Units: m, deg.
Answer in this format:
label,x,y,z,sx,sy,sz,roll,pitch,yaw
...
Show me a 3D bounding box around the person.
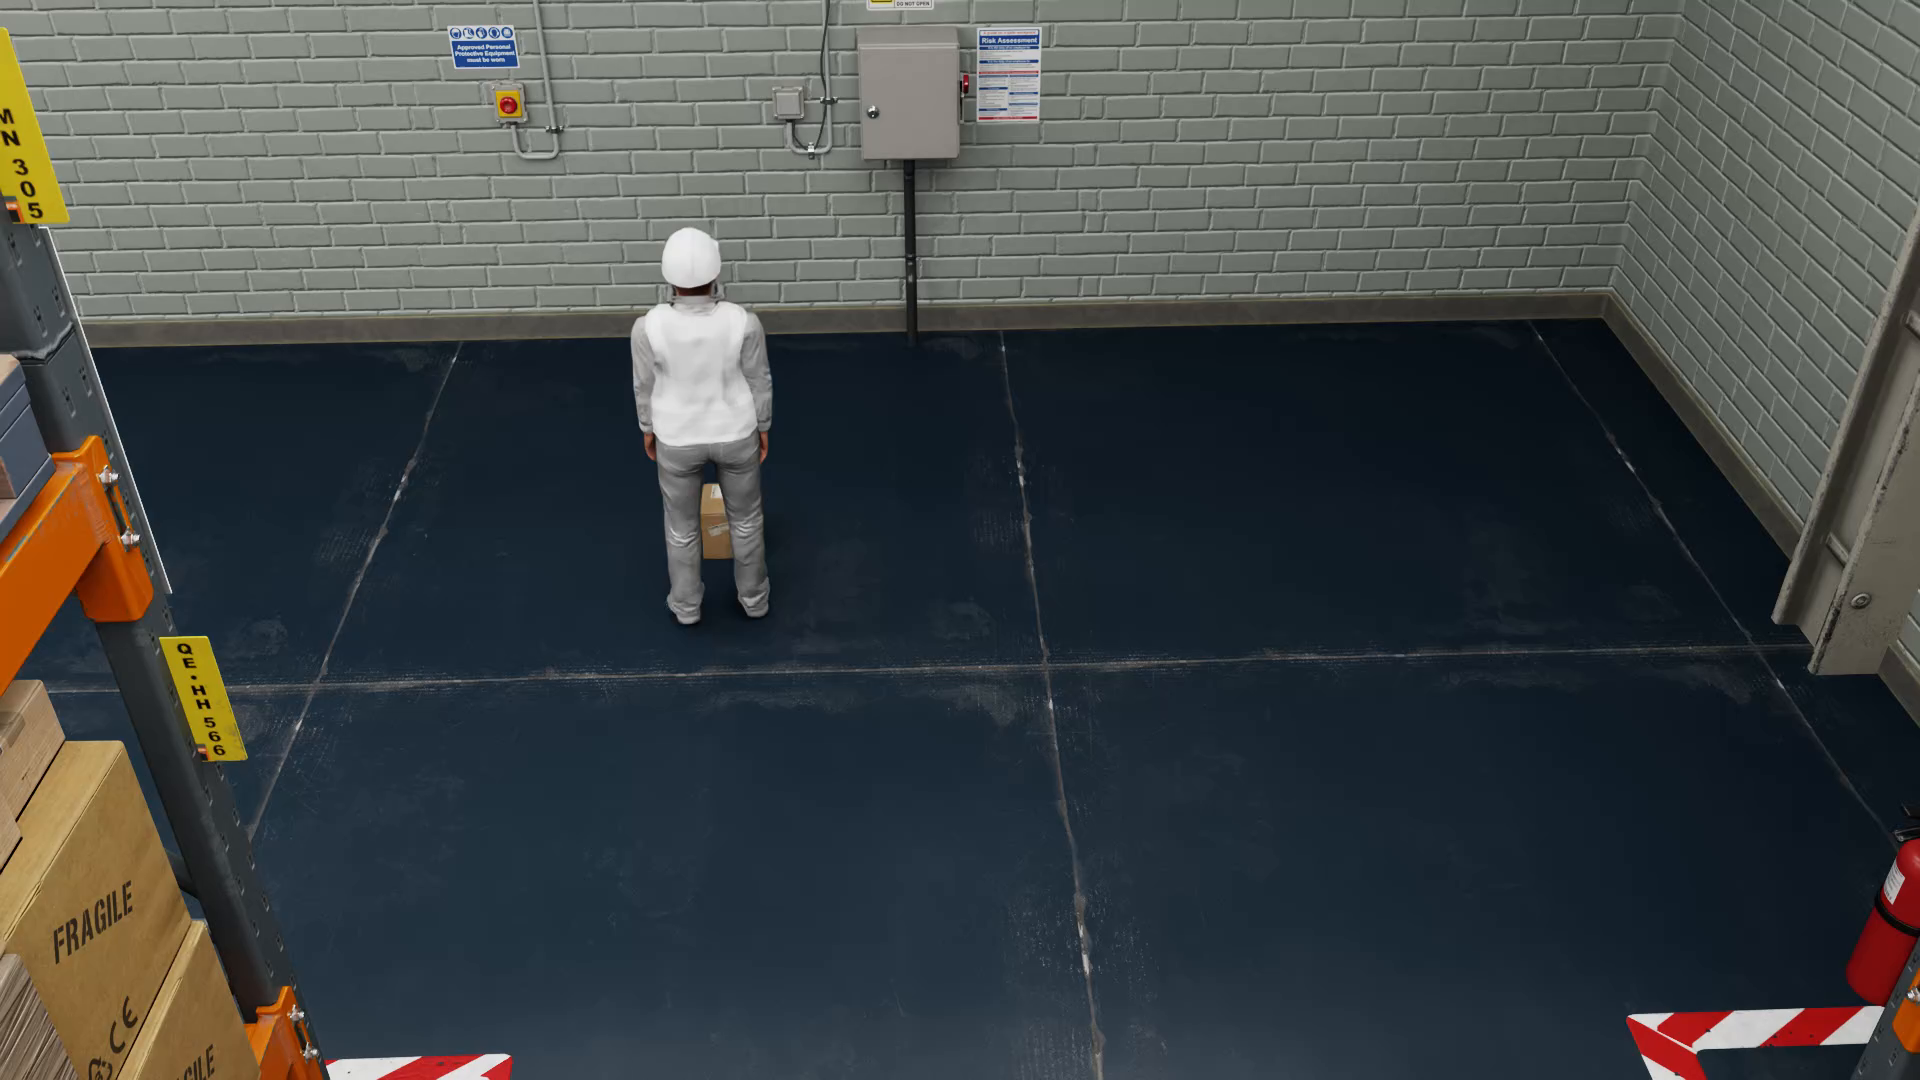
label,x,y,z,sx,sy,sz,roll,pitch,yaw
person,-1.020,-0.439,6.739,0.543,1.798,0.357,-5,35,-7
